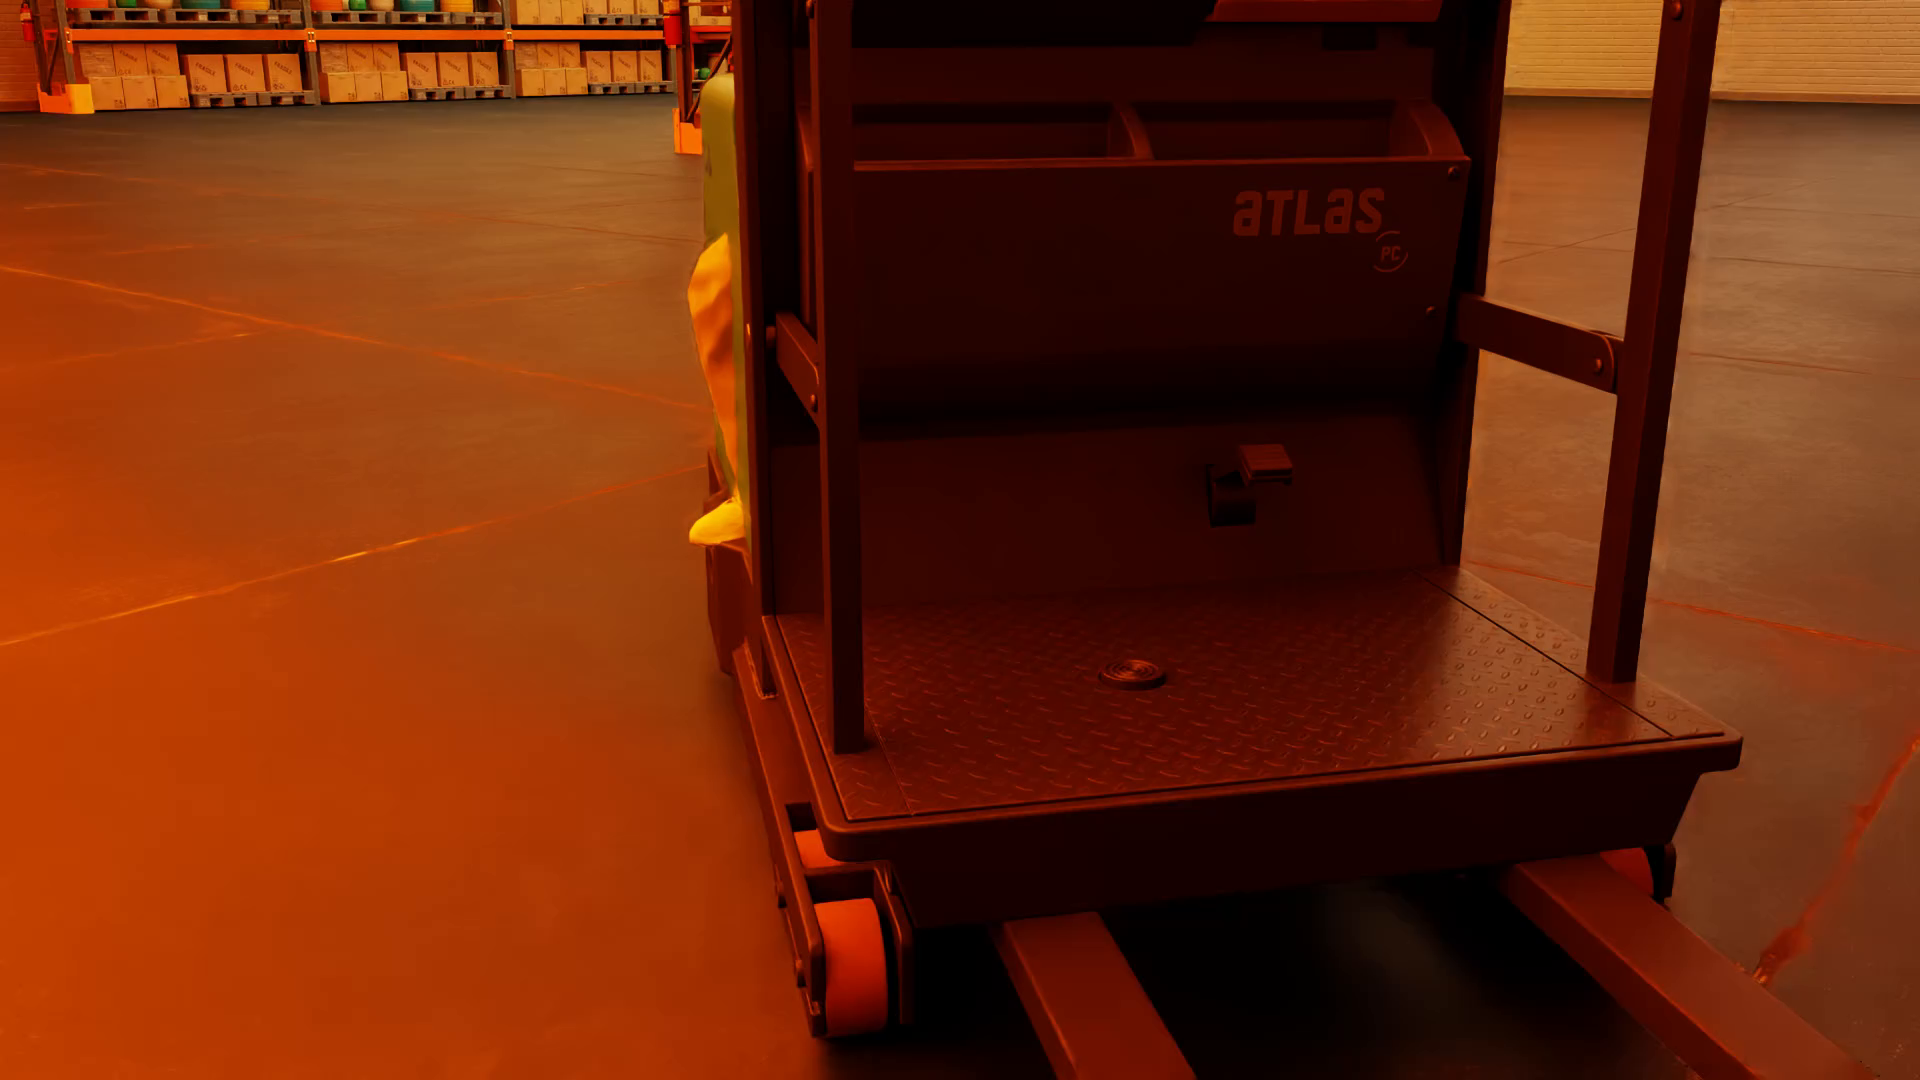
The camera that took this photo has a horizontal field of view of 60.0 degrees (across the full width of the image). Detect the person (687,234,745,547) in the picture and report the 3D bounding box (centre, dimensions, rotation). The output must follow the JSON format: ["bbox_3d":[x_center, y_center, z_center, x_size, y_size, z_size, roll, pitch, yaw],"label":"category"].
[{"bbox_3d":[-0.092,-0.546,2.875,0.661,1.574,0.755,15,22,40],"label":"person"}]

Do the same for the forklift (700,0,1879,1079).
[{"bbox_3d":[0.291,-0.927,1.951,1.130,2.935,3.031,-4,17,-12],"label":"forklift"}]
